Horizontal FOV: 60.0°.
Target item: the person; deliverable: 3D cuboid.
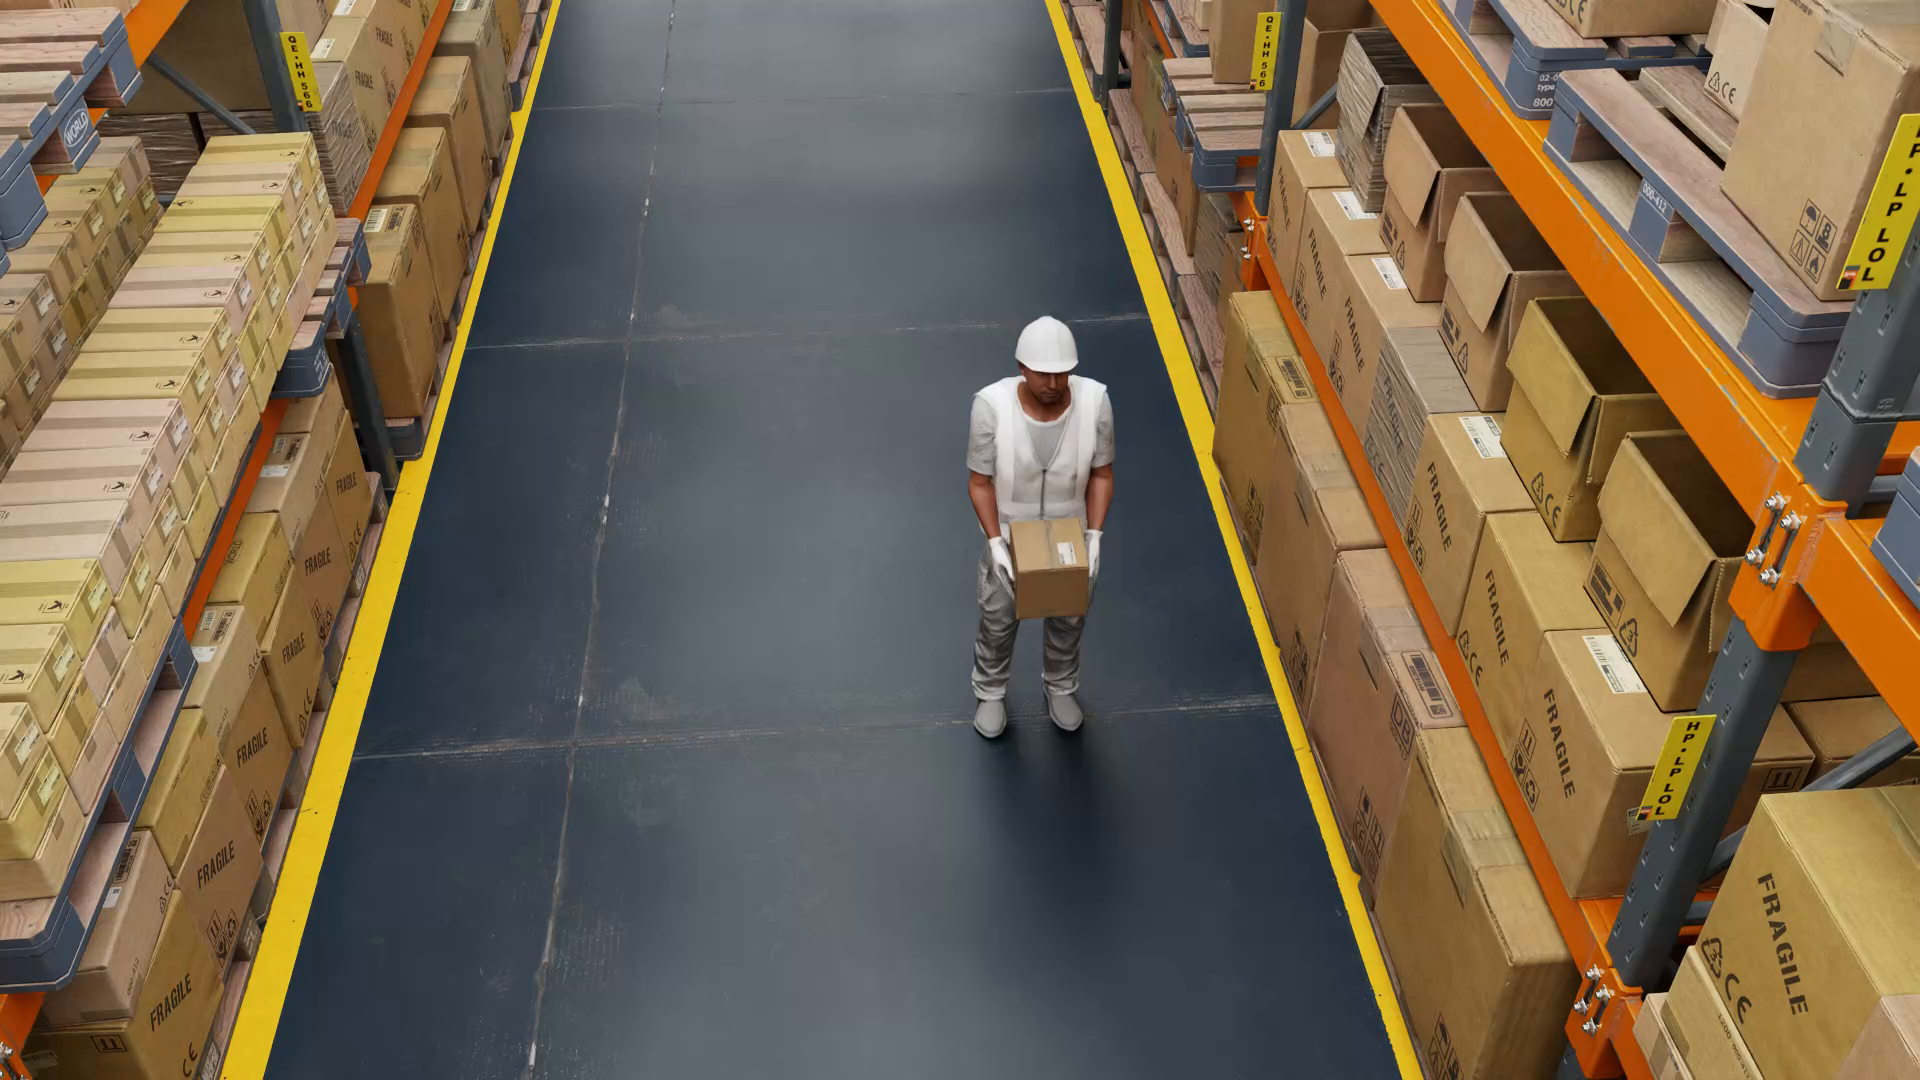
[{"bbox_3d":[0.298,0.005,6.127,0.542,1.789,0.520,-4,39,-4],"label":"person"}]
